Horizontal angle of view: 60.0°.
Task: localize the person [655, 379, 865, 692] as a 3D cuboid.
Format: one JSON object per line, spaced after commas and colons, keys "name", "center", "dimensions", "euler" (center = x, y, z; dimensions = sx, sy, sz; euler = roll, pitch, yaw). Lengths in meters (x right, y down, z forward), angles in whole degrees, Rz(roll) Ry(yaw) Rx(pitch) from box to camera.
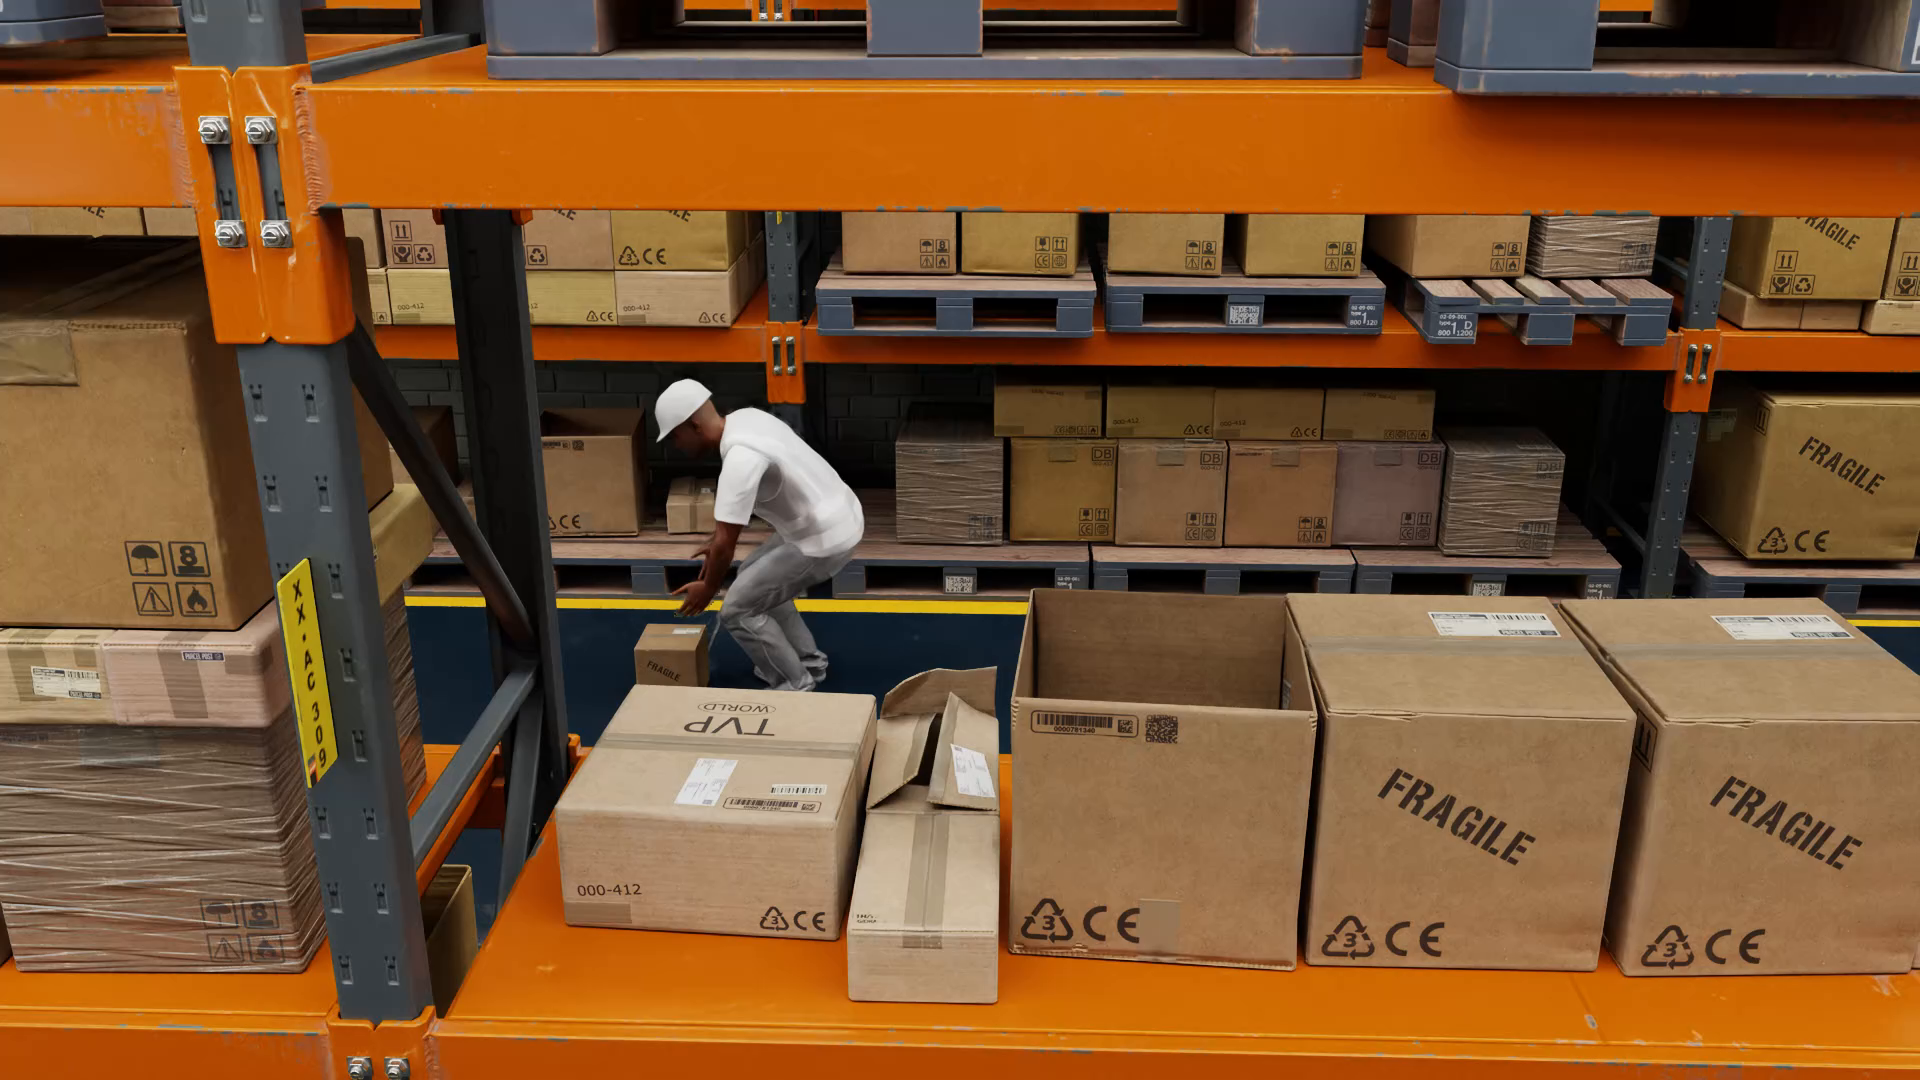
{"name": "person", "center": [-0.779, 0.017, 6.603], "dimensions": [0.792, 1.343, 0.631], "euler": [1, 21, 2]}
